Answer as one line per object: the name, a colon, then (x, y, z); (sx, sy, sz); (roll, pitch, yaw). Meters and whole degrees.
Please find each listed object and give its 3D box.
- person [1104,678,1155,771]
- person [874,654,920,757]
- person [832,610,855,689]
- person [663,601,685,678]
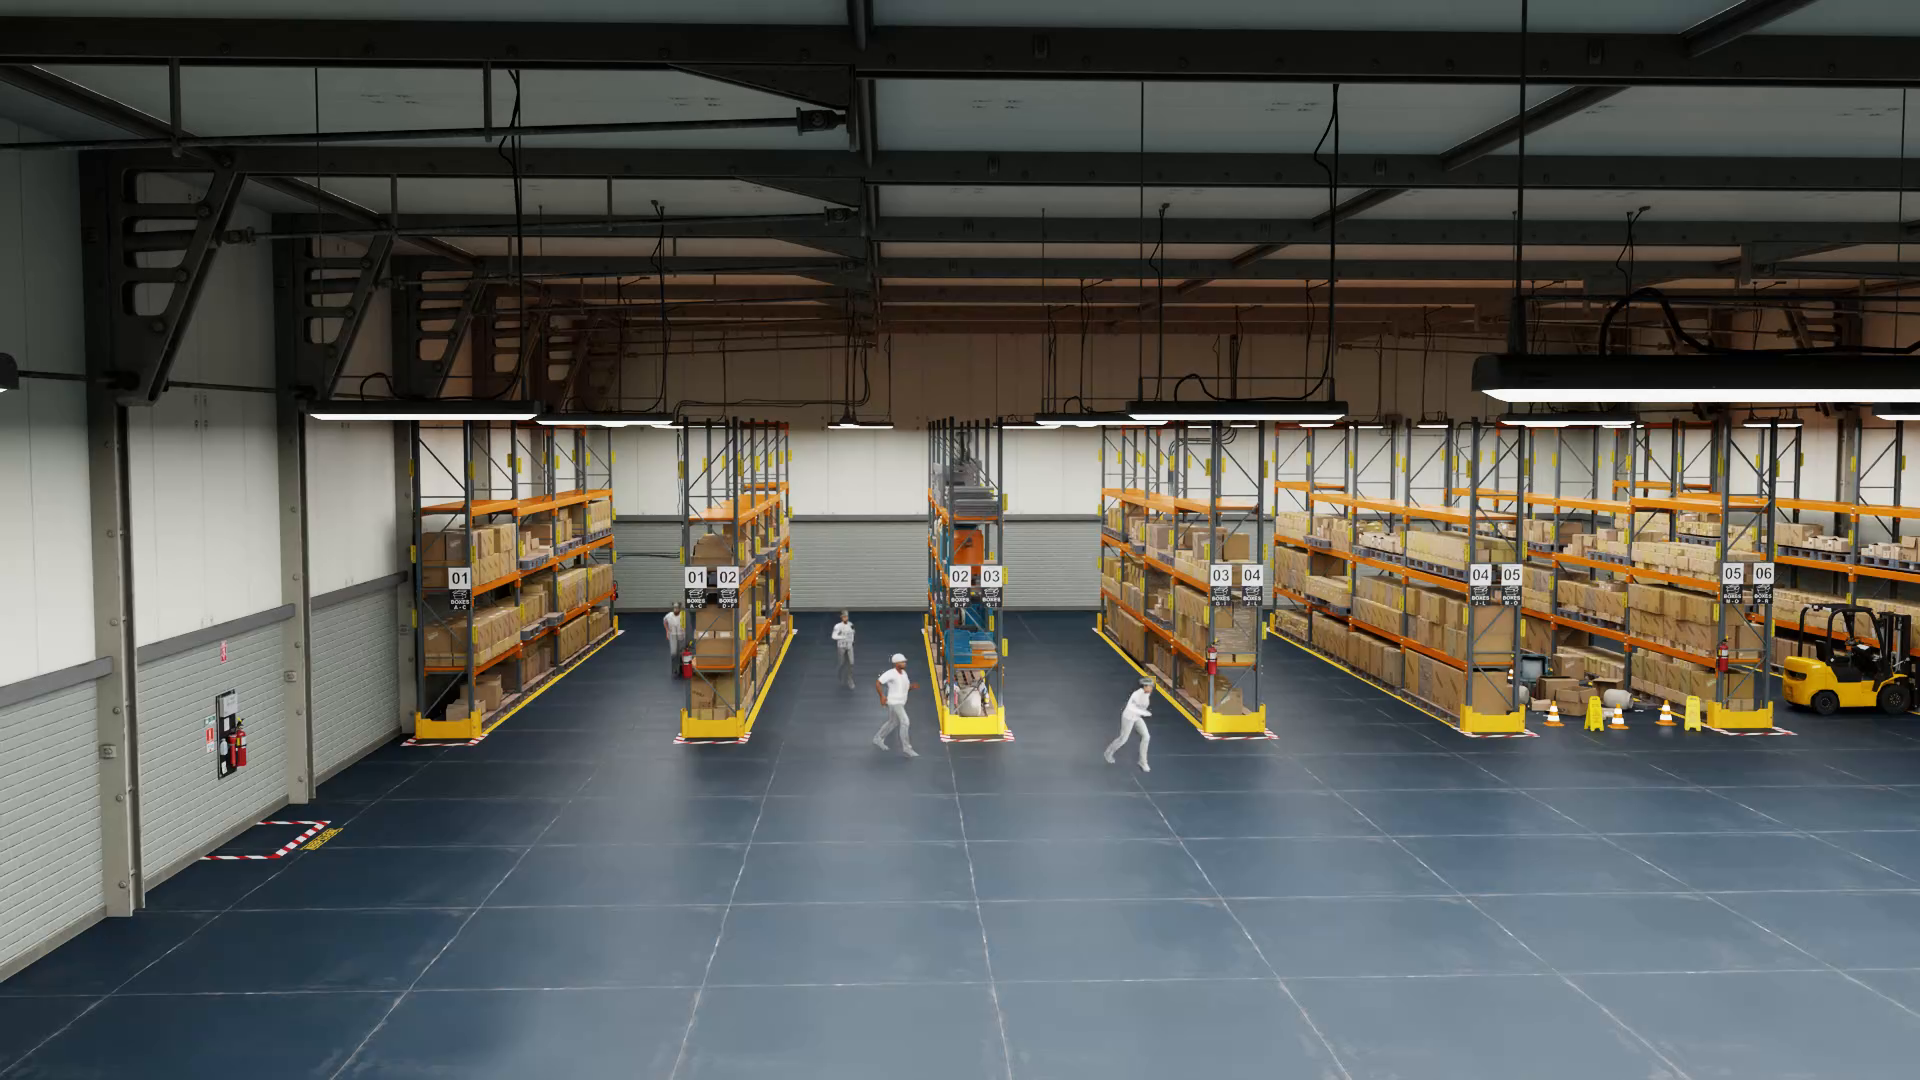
person: (2.887, 3.115, 28.300); (0.960, 1.621, 0.657); (3, 5, 36)
person: (-1.133, 2.902, 29.373); (0.909, 1.800, 0.684); (1, 4, 20)
person: (-2.598, 2.437, 37.289); (0.598, 1.743, 0.779); (-1, 4, -21)
person: (-6.597, 2.335, 38.800); (0.657, 1.825, 0.803); (0, 4, -6)
